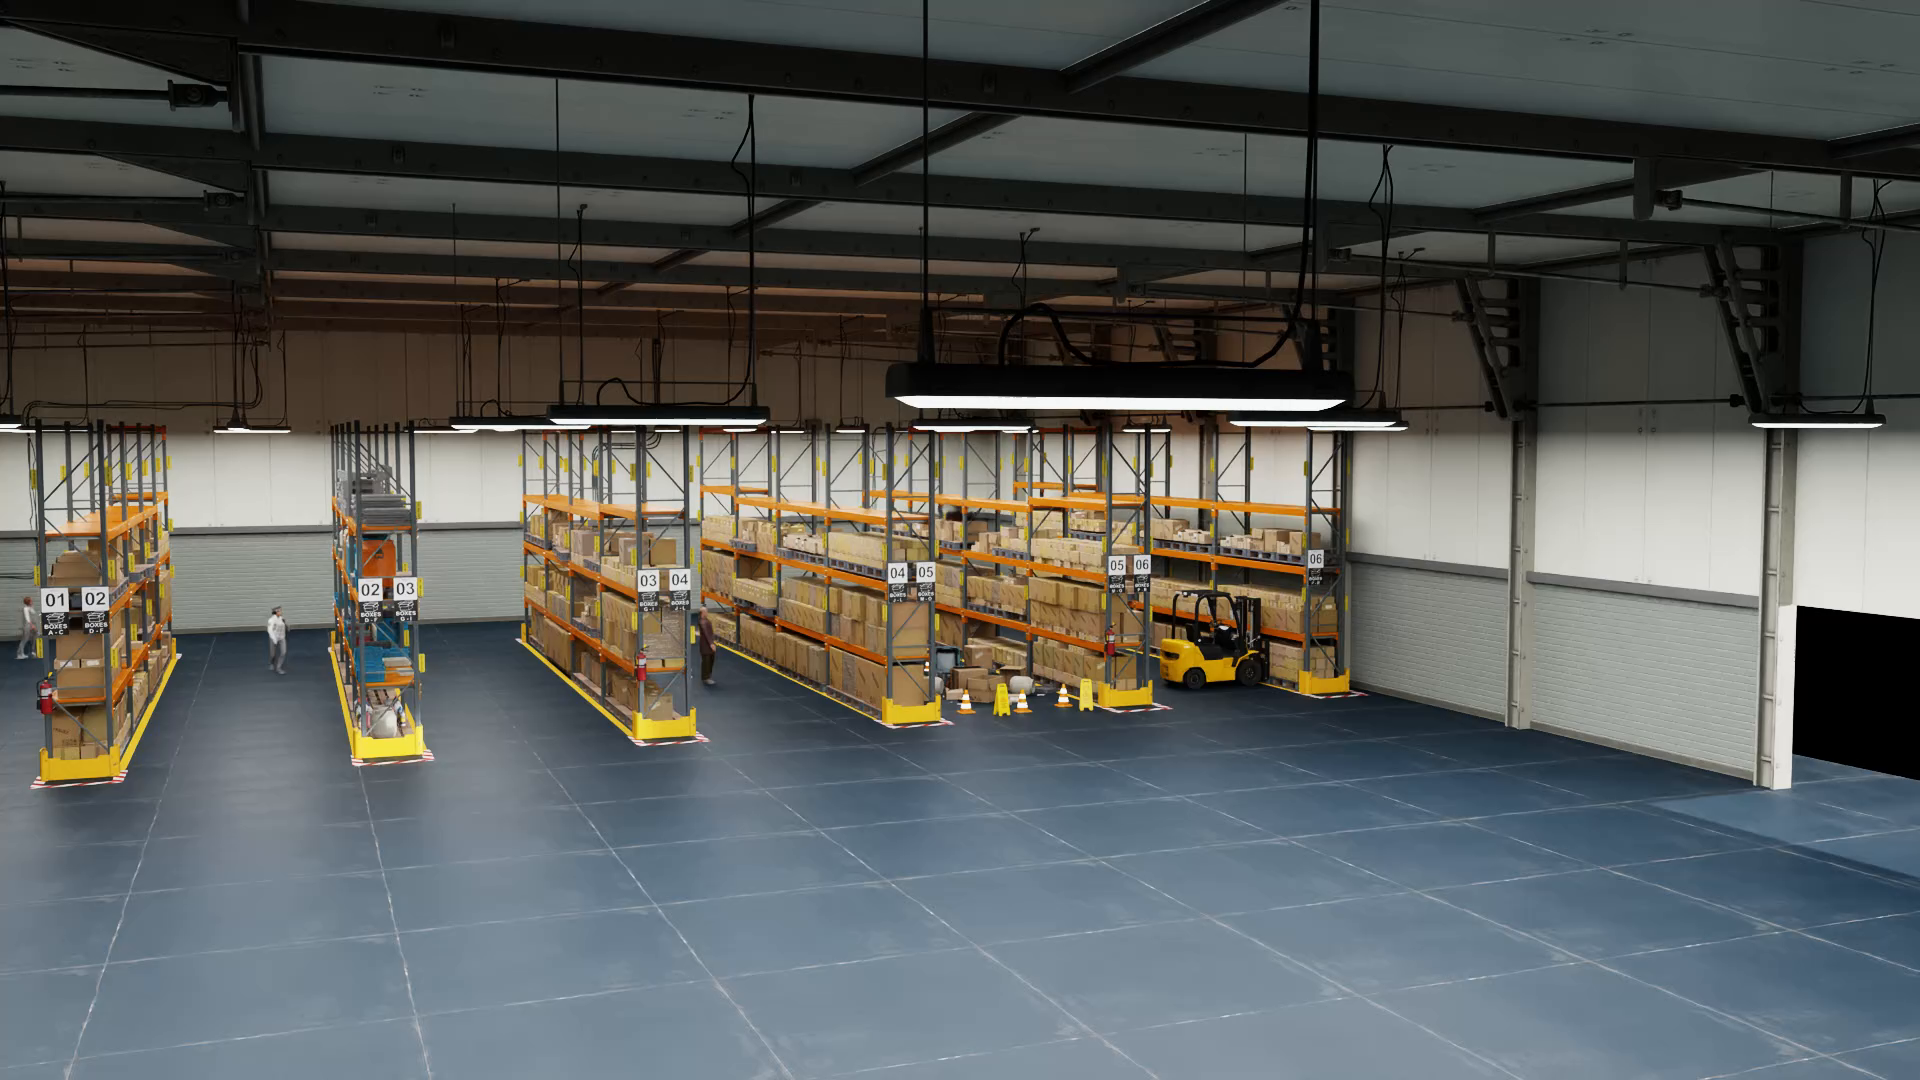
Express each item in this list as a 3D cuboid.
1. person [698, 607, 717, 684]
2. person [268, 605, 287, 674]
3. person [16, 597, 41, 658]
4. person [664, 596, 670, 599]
[{"bbox_3d":[-5.837,2.450,38.525,0.544,1.830,0.678,1,4,10],"label":"person"},{"bbox_3d":[-16.509,2.398,40.225,0.695,1.644,0.545,4,5,45],"label":"person"},{"bbox_3d":[-23.913,2.261,42.674,0.577,1.602,0.455,-1,4,-17],"label":"person"},{"bbox_3d":[-8.659,1.797,50.176,0.573,1.673,0.414,-1,4,-11],"label":"person"}]
